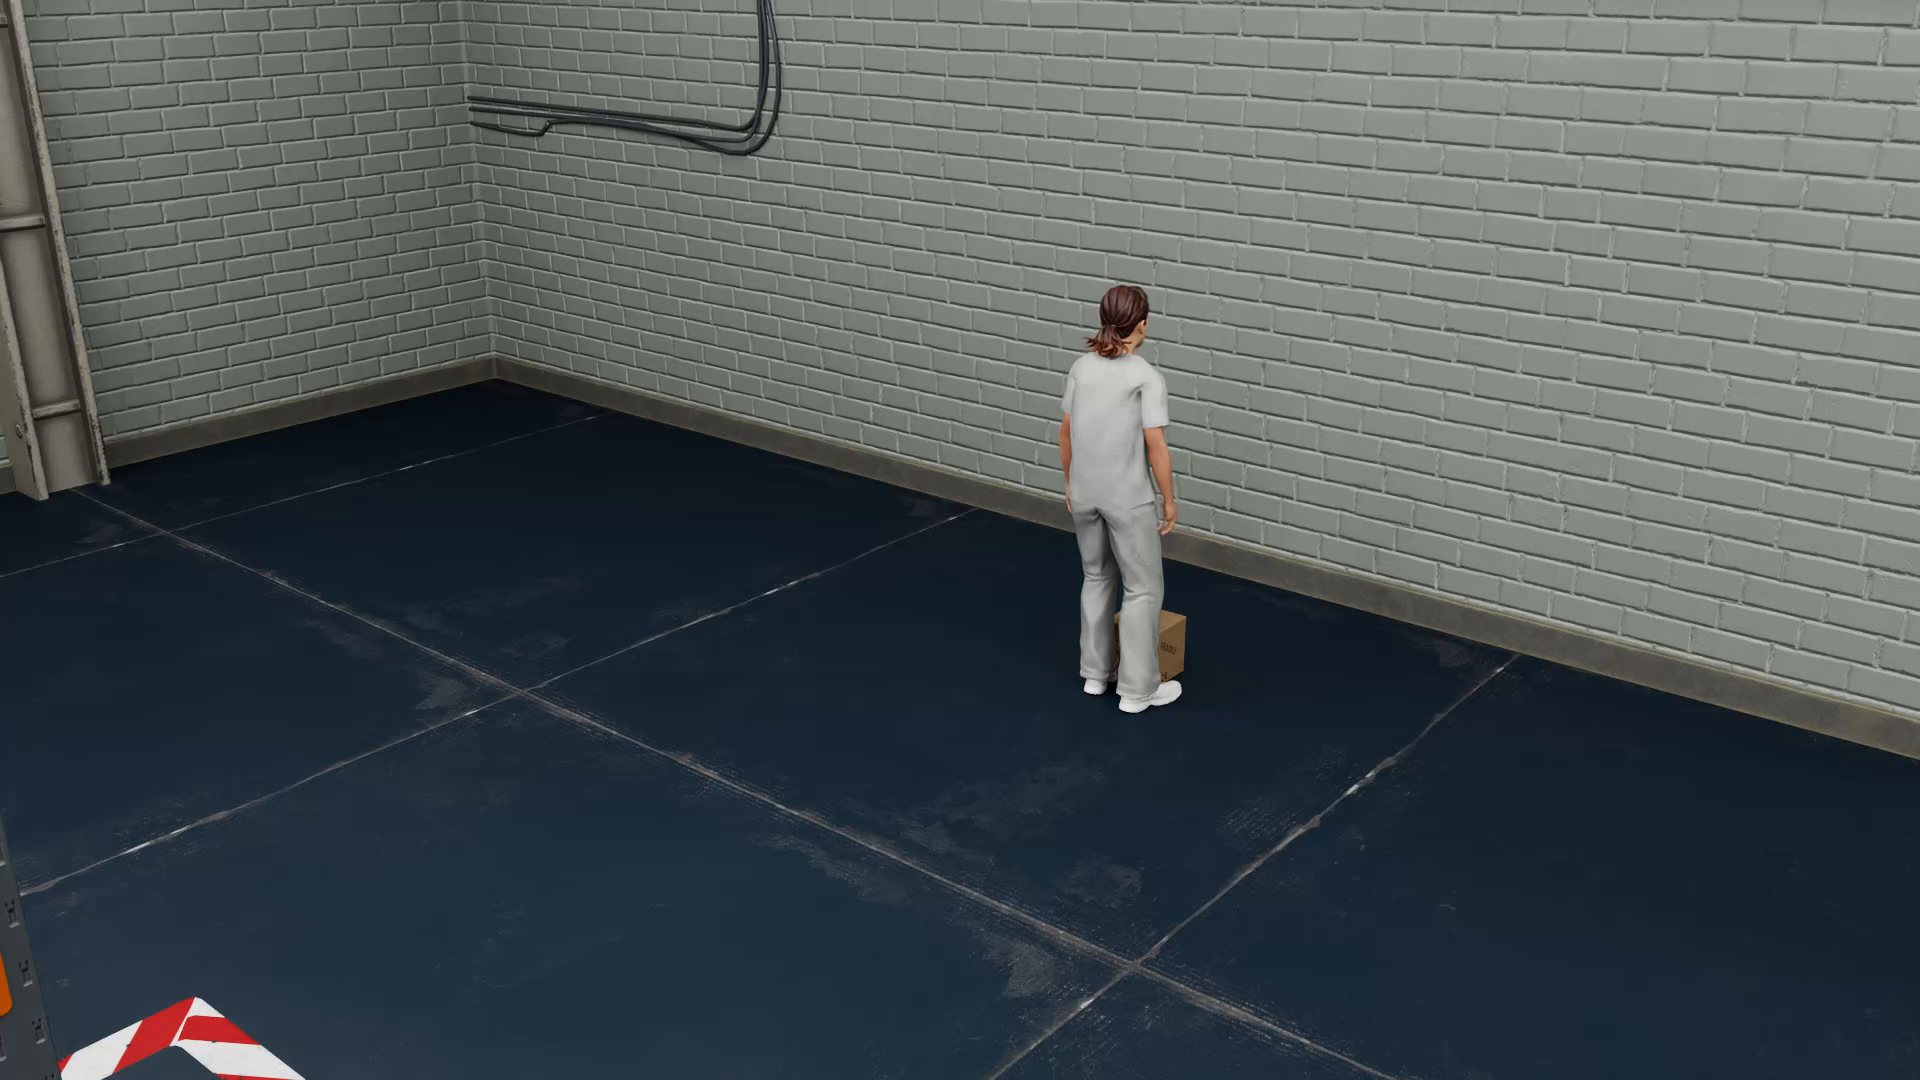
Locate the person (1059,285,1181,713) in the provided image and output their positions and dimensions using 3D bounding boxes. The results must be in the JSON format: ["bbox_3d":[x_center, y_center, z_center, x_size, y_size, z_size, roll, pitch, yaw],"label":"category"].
[{"bbox_3d":[0.631,-0.166,6.527,0.508,1.673,0.407,15,25,35],"label":"person"}]
